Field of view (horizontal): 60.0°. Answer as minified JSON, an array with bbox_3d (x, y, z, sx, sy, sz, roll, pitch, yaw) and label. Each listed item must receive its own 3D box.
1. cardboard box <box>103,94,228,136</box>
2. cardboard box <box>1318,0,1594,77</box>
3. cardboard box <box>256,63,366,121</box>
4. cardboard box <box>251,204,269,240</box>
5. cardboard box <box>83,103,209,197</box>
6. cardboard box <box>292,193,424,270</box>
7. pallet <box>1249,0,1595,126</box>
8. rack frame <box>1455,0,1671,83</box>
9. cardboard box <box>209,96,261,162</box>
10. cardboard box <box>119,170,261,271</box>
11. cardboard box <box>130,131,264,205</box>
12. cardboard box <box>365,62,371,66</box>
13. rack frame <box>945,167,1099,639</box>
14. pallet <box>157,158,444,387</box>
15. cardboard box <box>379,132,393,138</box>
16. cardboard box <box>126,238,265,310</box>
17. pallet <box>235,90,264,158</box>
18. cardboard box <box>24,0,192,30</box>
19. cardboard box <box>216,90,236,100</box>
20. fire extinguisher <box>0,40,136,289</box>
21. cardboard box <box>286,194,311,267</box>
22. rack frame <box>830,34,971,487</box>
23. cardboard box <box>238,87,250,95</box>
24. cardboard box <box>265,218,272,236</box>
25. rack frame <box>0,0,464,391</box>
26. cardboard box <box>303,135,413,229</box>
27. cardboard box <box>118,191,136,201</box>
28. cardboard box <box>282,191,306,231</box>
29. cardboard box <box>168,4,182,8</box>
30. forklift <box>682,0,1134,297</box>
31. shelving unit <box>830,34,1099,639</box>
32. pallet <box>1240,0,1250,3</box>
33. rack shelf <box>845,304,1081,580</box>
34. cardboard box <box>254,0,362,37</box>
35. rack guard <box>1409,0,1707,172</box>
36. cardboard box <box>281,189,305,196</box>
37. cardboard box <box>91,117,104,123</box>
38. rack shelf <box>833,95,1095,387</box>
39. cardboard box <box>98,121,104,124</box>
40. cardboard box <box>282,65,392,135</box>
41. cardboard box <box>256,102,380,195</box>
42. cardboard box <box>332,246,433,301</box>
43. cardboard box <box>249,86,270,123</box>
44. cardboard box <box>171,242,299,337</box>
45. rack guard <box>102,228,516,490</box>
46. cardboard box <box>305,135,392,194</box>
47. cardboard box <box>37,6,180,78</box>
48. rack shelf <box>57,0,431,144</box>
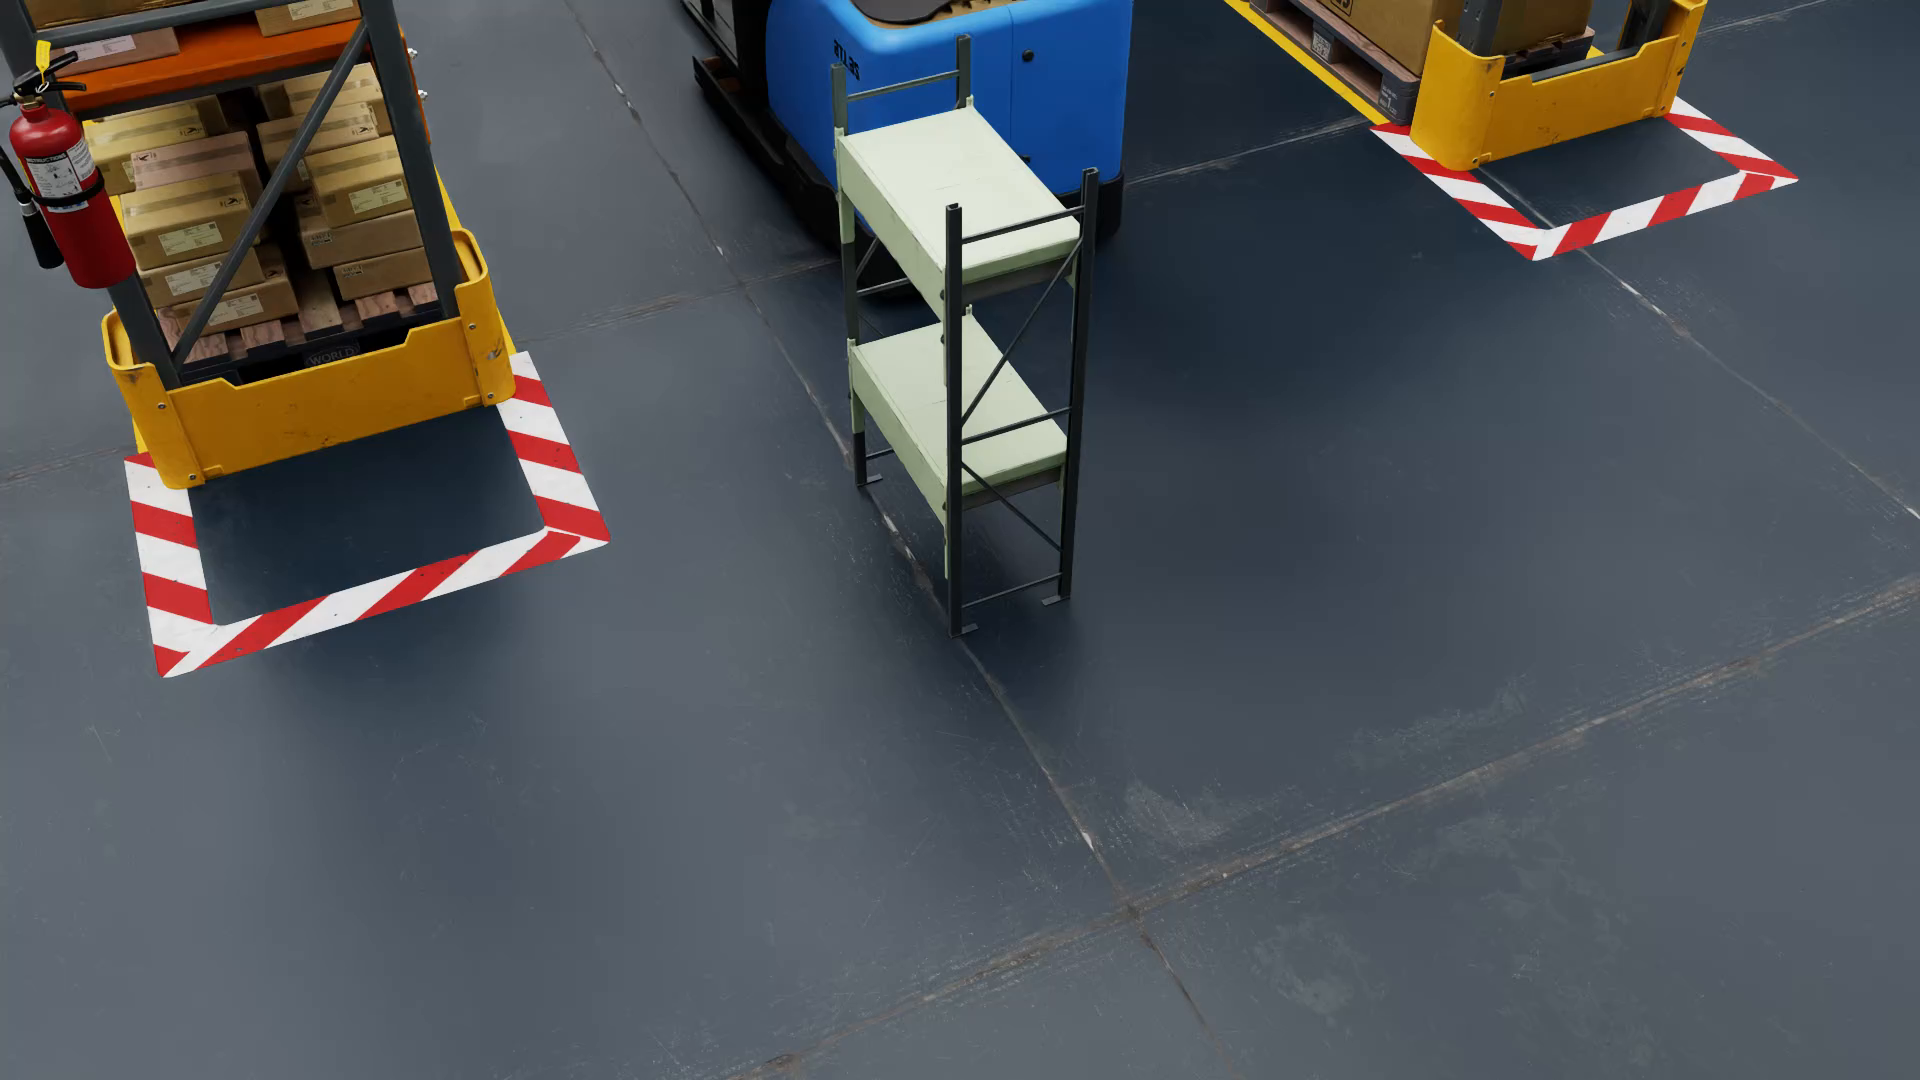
[{"bbox_3d":[-2.873,-1.547,5.989,0.380,0.149,0.250,-20,48,-19],"label":"cardboard box"},{"bbox_3d":[2.110,-2.627,6.991,0.875,0.875,0.875,-18,47,-17],"label":"cardboard box"},{"bbox_3d":[-2.397,-1.702,6.147,0.380,0.149,0.250,-20,48,-19],"label":"cardboard box"},{"bbox_3d":[-2.633,-1.125,5.773,0.380,0.149,0.250,-19,48,-18],"label":"cardboard box"},{"bbox_3d":[-2.821,-1.363,5.803,0.380,0.149,0.250,-19,48,-18],"label":"cardboard box"},{"bbox_3d":[-2.079,-1.100,5.748,0.380,0.149,0.250,-16,47,-16],"label":"cardboard box"},{"bbox_3d":[2.044,-2.344,7.475,1.003,0.211,1.213,-18,47,-17],"label":"pallet"},{"bbox_3d":[2.452,-2.850,6.003,1.000,3.000,0.127,-18,47,-17],"label":"rack frame"},{"bbox_3d":[-2.812,-1.474,6.128,0.380,0.149,0.250,-19,48,-18],"label":"cardboard box"},{"bbox_3d":[-2.544,-1.059,5.494,0.380,0.149,0.250,-18,47,-17],"label":"cardboard box"},{"bbox_3d":[-2.597,-1.236,5.674,0.380,0.149,0.250,-17,47,-17],"label":"cardboard box"},{"bbox_3d":[-2.544,-1.826,6.695,0.380,0.149,0.250,-20,48,-19],"label":"cardboard box"},{"bbox_3d":[0.151,-0.305,4.491,0.400,1.500,0.023,-18,47,-17],"label":"rack frame"},{"bbox_3d":[-2.433,-1.034,6.147,1.003,0.211,1.213,-18,47,-17],"label":"pallet"},{"bbox_3d":[-2.335,-1.616,6.271,0.380,0.149,0.250,-17,47,-16],"label":"cardboard box"},{"bbox_3d":[-2.572,-0.942,5.588,0.380,0.149,0.250,-19,48,-18],"label":"cardboard box"},{"bbox_3d":[-2.942,-1.810,6.934,1.003,0.211,1.213,-18,47,-17],"label":"pallet"},{"bbox_3d":[-2.514,-1.801,4.657,0.500,0.500,0.500,-17,47,-17],"label":"cardboard box"},{"bbox_3d":[-3.149,-1.847,6.717,0.380,0.149,0.250,-17,47,-16],"label":"cardboard box"},{"bbox_3d":[-2.404,-0.992,4.441,0.296,0.674,0.183,-18,47,-17],"label":"fire extinguisher"},{"bbox_3d":[-2.205,-1.155,6.016,0.380,0.149,0.250,-18,47,-18],"label":"cardboard box"},{"bbox_3d":[-0.157,-0.771,4.964,0.400,1.500,0.023,-18,47,-17],"label":"rack frame"},{"bbox_3d":[-2.684,-1.918,6.577,0.380,0.149,0.250,-16,47,-15],"label":"cardboard box"},{"bbox_3d":[-2.735,-1.186,6.047,0.380,0.149,0.250,-18,47,-18],"label":"cardboard box"},{"bbox_3d":[-2.091,-1.450,4.583,1.000,3.000,0.127,-18,47,-17],"label":"rack frame"},{"bbox_3d":[-2.003,-1.230,5.668,0.380,0.149,0.250,-20,48,-19],"label":"cardboard box"},{"bbox_3d":[-2.792,-1.273,5.923,0.380,0.149,0.250,-20,48,-19],"label":"cardboard box"},{"bbox_3d":[-2.316,-1.311,6.174,0.380,0.149,0.250,-18,47,-17],"label":"cardboard box"},{"bbox_3d":[-2.555,-1.654,4.969,0.380,0.149,0.250,-18,47,-17],"label":"cardboard box"},{"bbox_3d":[-0.492,-2.965,6.168,1.130,2.935,3.031,-19,48,-18],"label":"forklift"},{"bbox_3d":[-0.003,-0.538,4.728,0.431,1.500,0.755,-18,47,-17],"label":"shelving unit"},{"bbox_3d":[1.535,-3.120,8.262,1.003,0.211,1.213,-18,47,-17],"label":"pallet"},{"bbox_3d":[-0.003,-0.306,4.957,0.431,0.370,0.720,-18,47,-17],"label":"rack shelf"},{"bbox_3d":[-1.930,-1.663,4.979,0.380,0.149,0.250,-18,48,-18],"label":"cardboard box"},{"bbox_3d":[2.462,-1.945,6.865,1.175,0.500,0.348,-18,47,-17],"label":"rack guard"},{"bbox_3d":[-2.326,-1.421,6.073,0.380,0.149,0.250,-17,47,-17],"label":"cardboard box"},{"bbox_3d":[-3.036,-1.702,6.146,0.380,0.149,0.250,-16,47,-16],"label":"cardboard box"},{"bbox_3d":[-0.003,-0.816,4.453,0.431,0.370,0.720,-18,47,-17],"label":"rack shelf"},{"bbox_3d":[-3.022,-1.599,6.254,0.380,0.149,0.250,-17,47,-17],"label":"cardboard box"},{"bbox_3d":[-2.218,-1.569,6.011,0.380,0.149,0.250,-18,47,-18],"label":"cardboard box"},{"bbox_3d":[-2.228,-1.370,5.810,0.380,0.149,0.250,-17,47,-17],"label":"cardboard box"},{"bbox_3d":[-2.021,-1.013,5.871,0.380,0.149,0.250,-17,47,-17],"label":"cardboard box"},{"bbox_3d":[-2.533,-1.757,6.414,0.380,0.149,0.250,-20,48,-19],"label":"cardboard box"},{"bbox_3d":[-2.502,-0.858,5.715,0.380,0.149,0.250,-17,47,-17],"label":"cardboard box"},{"bbox_3d":[-2.123,-0.608,5.510,1.175,0.500,0.348,-18,47,-17],"label":"rack guard"},{"bbox_3d":[-2.142,-1.291,5.942,0.380,0.149,0.250,-18,47,-18],"label":"cardboard box"},{"bbox_3d":[-2.485,-1.484,4.798,0.380,0.149,0.250,-18,47,-17],"label":"cardboard box"},{"bbox_3d":[-2.932,-2.468,6.128,1.077,0.370,4.000,-18,47,-17],"label":"rack shelf"}]
